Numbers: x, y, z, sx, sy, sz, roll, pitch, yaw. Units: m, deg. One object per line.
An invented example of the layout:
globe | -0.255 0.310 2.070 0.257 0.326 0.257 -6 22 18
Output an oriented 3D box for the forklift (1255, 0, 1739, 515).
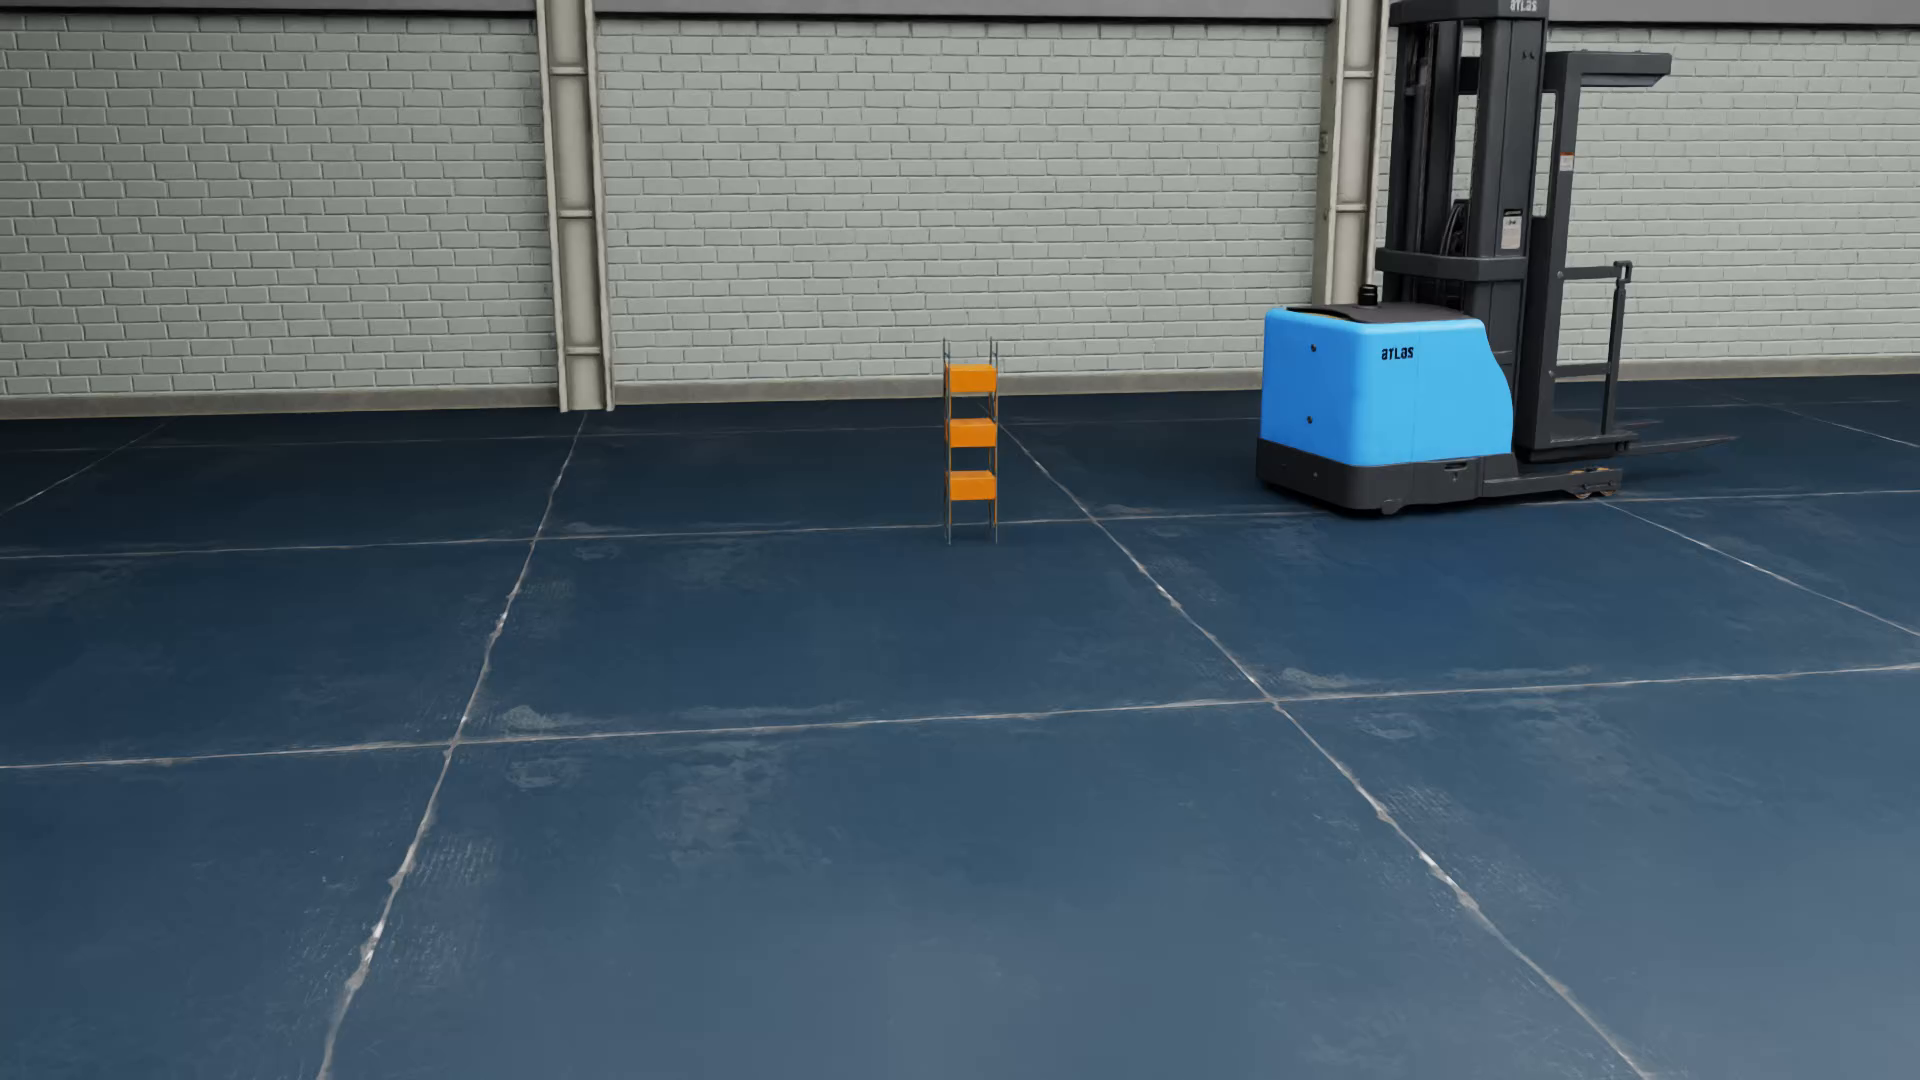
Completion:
forklift | 3.331 -1.773 9.766 3.031 2.935 1.130 -6 15 -23

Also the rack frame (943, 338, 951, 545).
rack frame | -0.068 -0.507 8.584 0.008 1.050 0.200 -2 14 -8

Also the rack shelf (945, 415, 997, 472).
rack shelf | 0.053 -0.501 8.604 0.240 0.259 0.215 -2 14 -8

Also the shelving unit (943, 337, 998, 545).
shelving unit | 0.053 -0.511 8.602 0.252 1.050 0.215 -2 14 -8

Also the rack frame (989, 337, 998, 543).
rack frame | 0.174 -0.516 8.619 0.008 1.050 0.200 -2 14 -8

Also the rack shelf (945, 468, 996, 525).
rack shelf | 0.053 -0.231 8.672 0.240 0.259 0.215 -2 14 -8

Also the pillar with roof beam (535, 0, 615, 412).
pillar with roof beam | -2.212 -4.340 7.527 0.400 9.000 9.100 -2 14 -8

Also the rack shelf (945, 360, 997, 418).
rack shelf | 0.053 -0.776 8.535 0.240 0.259 0.215 -2 14 -8

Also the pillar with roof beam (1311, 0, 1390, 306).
pillar with roof beam | 3.721 -4.557 8.394 0.400 9.000 9.100 -2 14 -8
